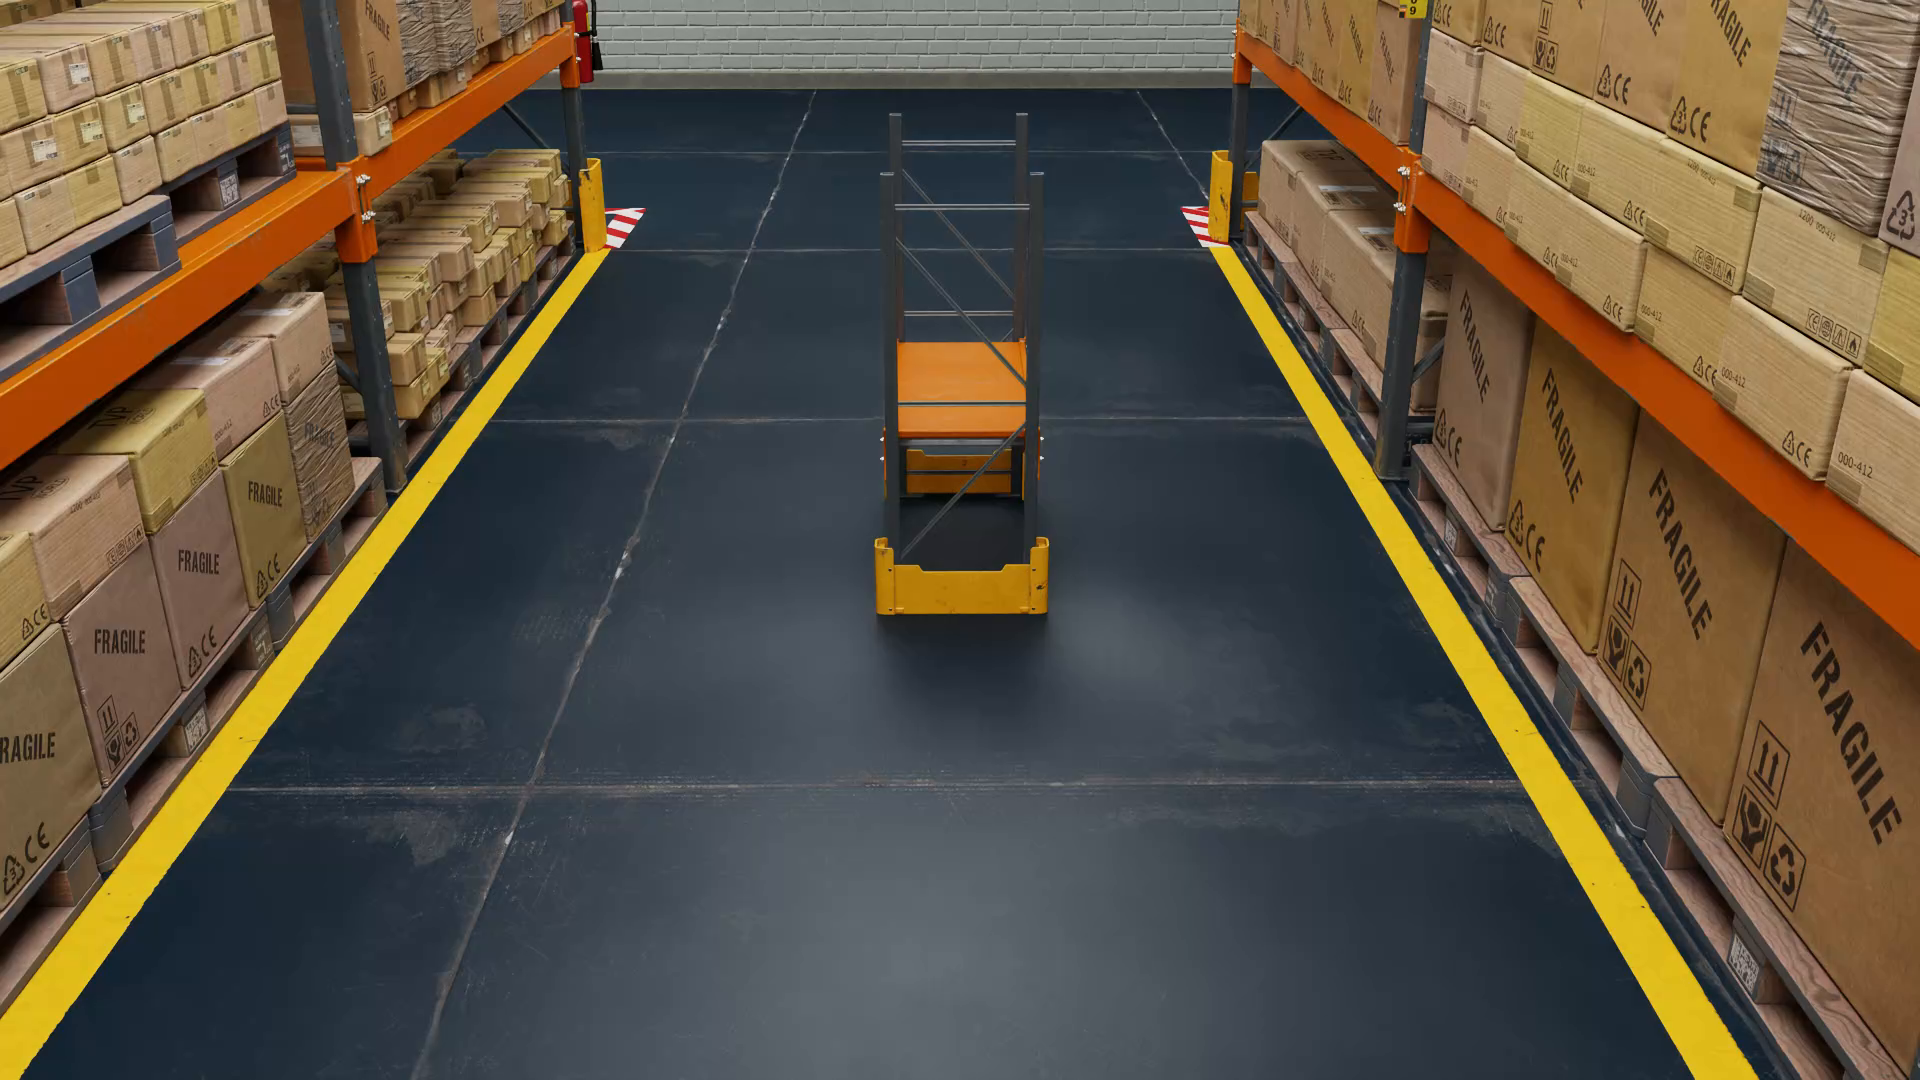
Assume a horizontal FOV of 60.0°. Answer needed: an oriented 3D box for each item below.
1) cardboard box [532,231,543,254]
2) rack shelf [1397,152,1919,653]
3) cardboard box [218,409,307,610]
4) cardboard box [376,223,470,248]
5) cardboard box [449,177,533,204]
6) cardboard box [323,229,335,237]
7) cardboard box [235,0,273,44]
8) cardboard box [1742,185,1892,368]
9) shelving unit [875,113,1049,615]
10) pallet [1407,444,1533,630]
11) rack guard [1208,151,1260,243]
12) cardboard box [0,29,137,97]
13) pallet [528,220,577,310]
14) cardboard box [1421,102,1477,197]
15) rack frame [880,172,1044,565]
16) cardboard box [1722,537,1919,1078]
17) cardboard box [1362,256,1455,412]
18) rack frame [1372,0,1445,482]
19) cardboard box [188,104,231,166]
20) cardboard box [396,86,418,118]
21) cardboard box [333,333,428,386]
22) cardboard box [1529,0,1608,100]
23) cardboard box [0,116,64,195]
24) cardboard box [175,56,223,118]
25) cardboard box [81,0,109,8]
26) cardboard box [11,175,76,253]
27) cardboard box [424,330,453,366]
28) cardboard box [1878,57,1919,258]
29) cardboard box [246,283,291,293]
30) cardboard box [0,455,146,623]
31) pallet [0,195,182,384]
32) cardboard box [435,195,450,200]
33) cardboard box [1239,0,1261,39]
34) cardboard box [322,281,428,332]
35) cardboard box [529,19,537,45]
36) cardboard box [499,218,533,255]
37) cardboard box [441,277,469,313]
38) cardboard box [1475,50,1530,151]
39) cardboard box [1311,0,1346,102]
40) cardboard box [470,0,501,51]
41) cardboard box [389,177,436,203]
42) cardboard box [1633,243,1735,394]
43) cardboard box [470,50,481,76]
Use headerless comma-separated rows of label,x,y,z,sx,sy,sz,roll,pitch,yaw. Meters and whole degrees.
cardboard box,-2.549,-1.676,9.267,0.380,0.149,0.250,0,24,-1
rack shelf,2.230,-0.478,4.541,1.077,0.370,4.000,0,24,-1
cardboard box,-2.476,-0.104,5.363,0.500,0.500,0.500,-1,24,-2
cardboard box,-2.565,-1.415,7.967,0.380,0.149,0.250,-1,24,-3
cardboard box,-2.511,-1.844,8.916,0.380,0.149,0.250,-1,24,-3
cardboard box,-3.093,-1.412,7.961,0.380,0.149,0.250,-1,24,-2
cardboard box,-2.541,-1.750,5.552,0.380,0.149,0.250,1,24,2
cardboard box,1.983,-0.551,3.404,0.500,0.250,0.500,-1,24,-2
shelving unit,0.001,-0.652,5.871,0.587,1.500,1.083,0,24,-1
pallet,2.292,-0.042,6.087,1.003,0.211,1.213,0,24,-1
rack guard,2.164,-2.150,10.396,1.175,0.500,0.348,0,24,-1
cardboard box,-2.534,-1.323,4.609,0.380,0.149,0.250,-1,24,-2
pallet,-2.810,-1.578,9.483,1.003,0.211,1.213,0,24,-1
cardboard box,1.949,-1.380,5.842,0.500,0.250,0.500,-1,24,-2
rack frame,0.006,-0.439,5.400,0.500,1.500,0.032,0,24,-1
cardboard box,2.327,0.510,3.552,0.875,0.875,0.875,0,24,-1
cardboard box,2.308,-0.914,7.229,0.875,0.438,0.875,-1,24,-1
rack frame,2.208,-1.630,6.215,1.000,3.000,0.127,0,24,-1
cardboard box,-2.534,-1.271,5.215,0.380,0.149,0.250,0,24,-1
cardboard box,-2.546,-1.898,7.111,0.380,0.149,0.250,-1,24,-3
cardboard box,-2.425,-0.745,6.847,0.380,0.149,0.250,1,24,2
cardboard box,1.961,-1.533,4.664,0.500,0.500,0.500,-1,24,-2
cardboard box,-2.524,-0.973,4.195,0.380,0.149,0.250,1,24,1
cardboard box,-2.535,-1.405,5.151,0.380,0.149,0.250,1,24,2
cardboard box,-3.029,-1.946,6.430,0.500,0.500,0.500,0,24,0
cardboard box,-2.518,-0.834,4.249,0.380,0.149,0.250,-1,24,-2
cardboard box,-2.481,-0.822,7.378,0.380,0.149,0.250,0,24,-1
cardboard box,1.984,-0.695,2.812,0.500,0.500,0.500,-1,24,-2
cardboard box,-3.047,-0.980,7.006,0.380,0.149,0.250,0,24,0
cardboard box,-2.461,-0.010,4.247,0.500,0.250,0.500,0,24,0
pallet,-2.760,-0.646,4.272,1.003,0.211,1.213,0,24,-1
cardboard box,-2.998,-1.812,9.205,0.380,0.149,0.250,0,24,0
cardboard box,1.882,-3.125,9.398,0.500,0.500,0.500,0,24,-1
cardboard box,-2.481,-0.987,7.019,0.380,0.149,0.250,1,24,2
cardboard box,-2.515,-2.761,9.020,0.380,0.149,0.250,0,24,-1
cardboard box,-2.467,-1.599,8.734,0.380,0.149,0.250,0,24,0
cardboard box,-2.536,-1.174,7.795,0.380,0.149,0.250,1,24,2
cardboard box,1.964,-1.393,5.264,0.500,0.250,0.500,0,24,0
cardboard box,1.916,-2.285,7.541,0.500,0.500,0.500,-1,24,-1
cardboard box,-2.512,-2.585,7.844,0.500,0.500,0.500,1,24,2
cardboard box,-3.035,-1.841,8.910,0.380,0.149,0.250,-1,24,-3
cardboard box,1.976,-0.539,3.984,0.500,0.250,0.500,0,24,-1
cardboard box,-2.553,-2.327,8.059,0.380,0.149,0.250,0,24,0
